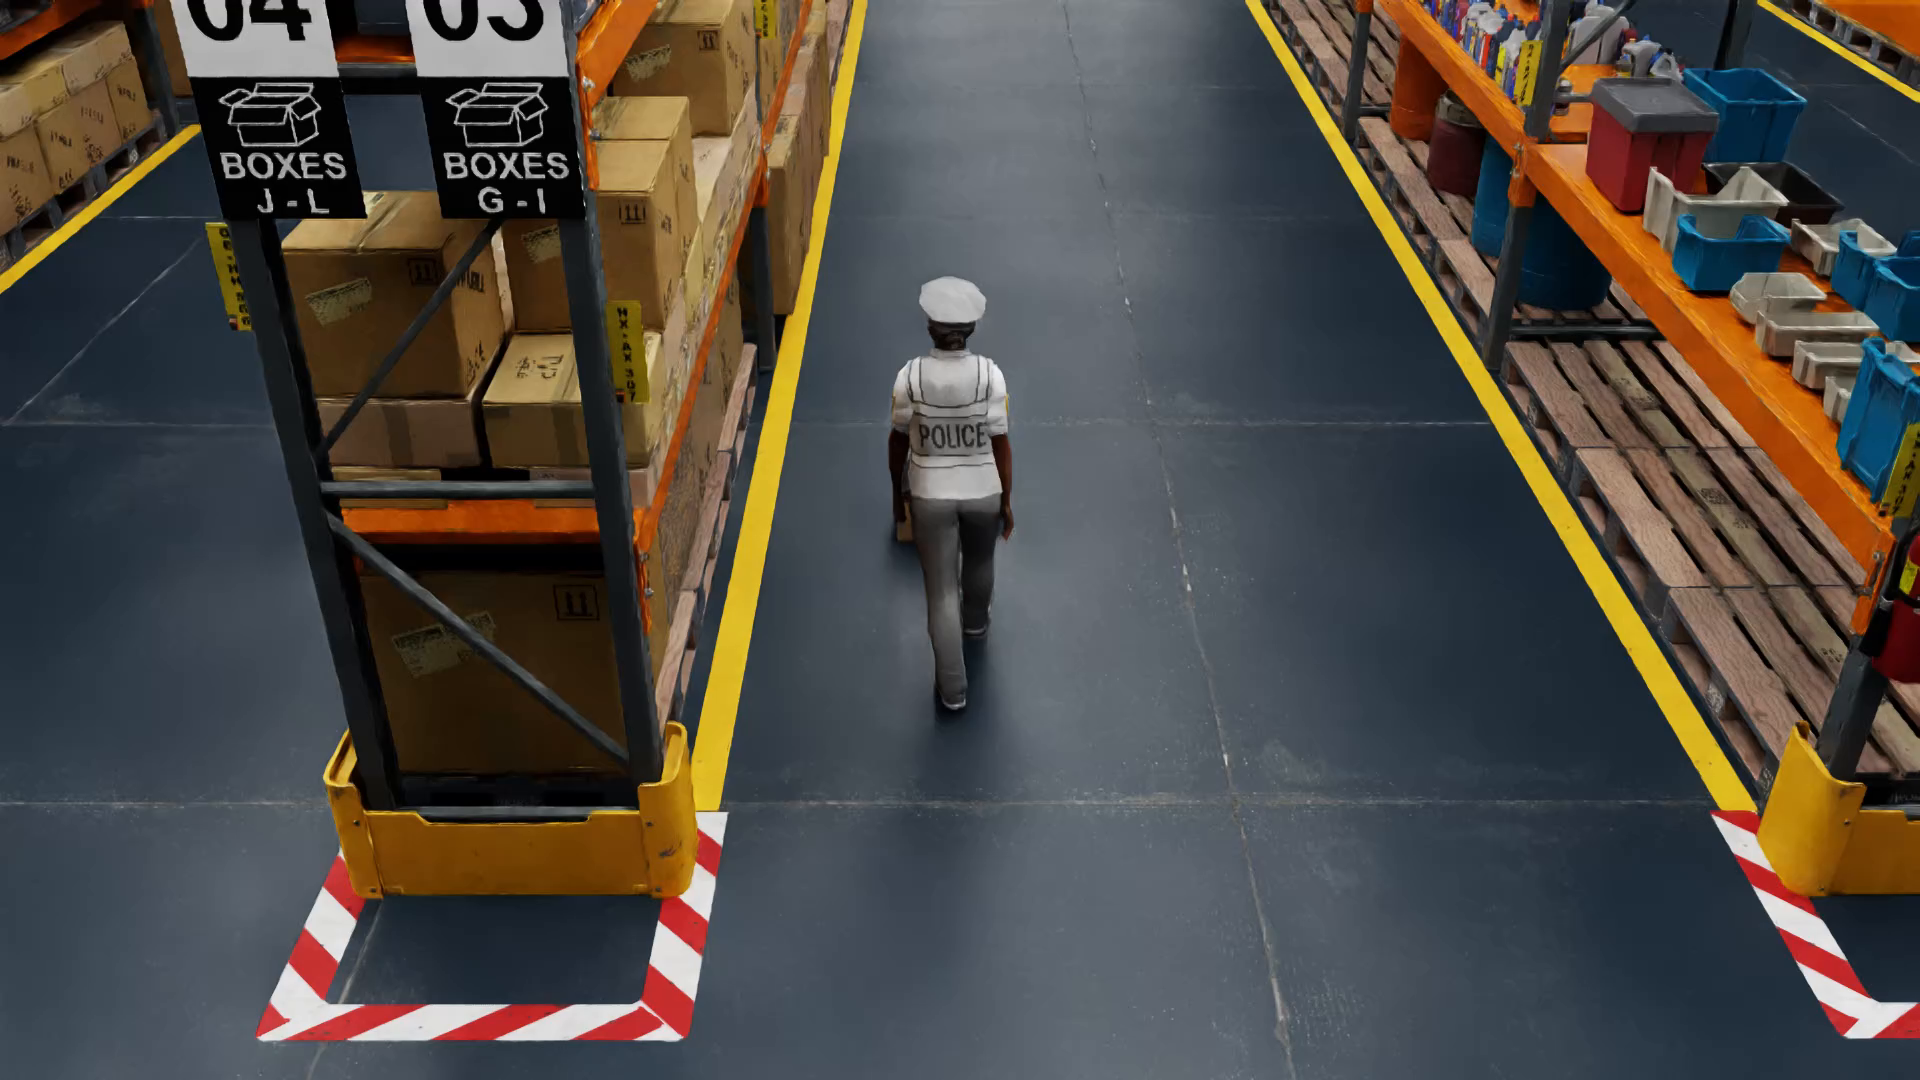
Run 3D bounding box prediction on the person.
[{"bbox_3d":[-0.045,-0.229,6.470,0.467,1.642,0.792,-3,32,-5],"label":"person"}]
